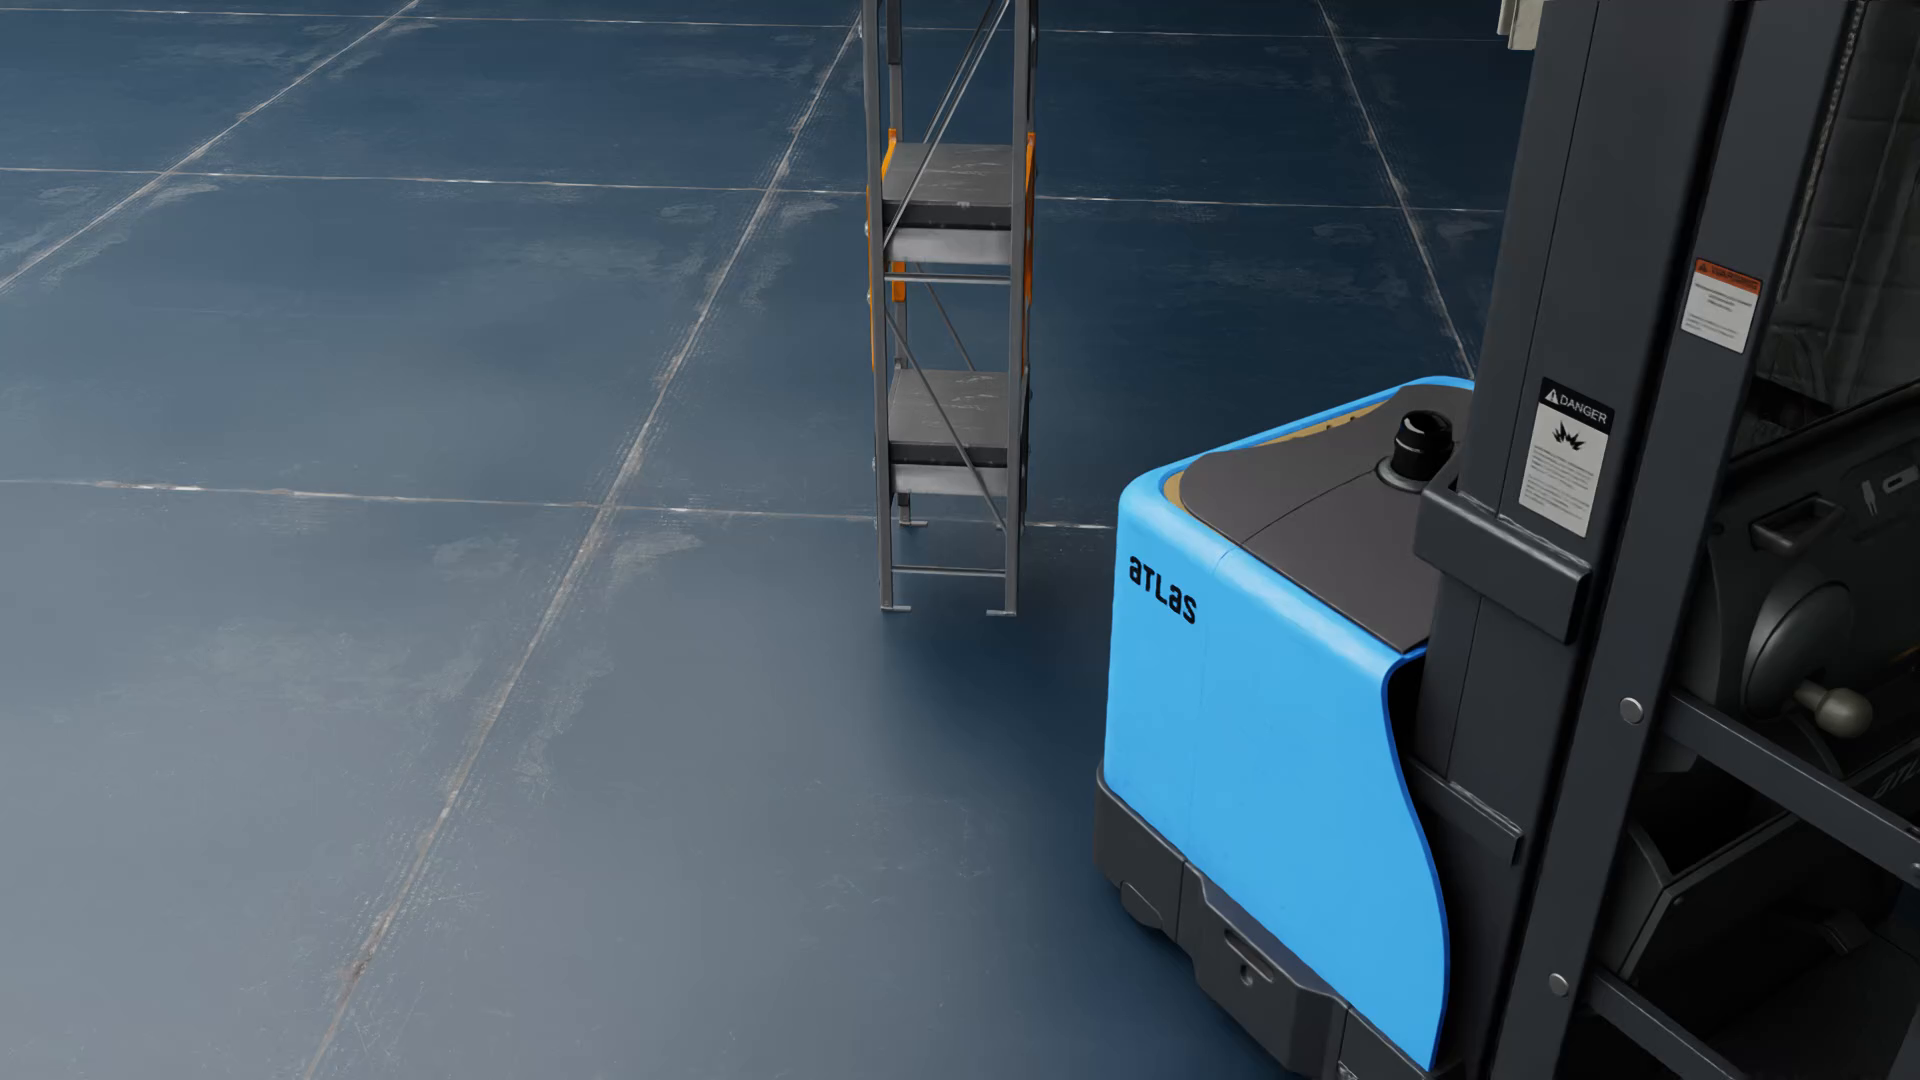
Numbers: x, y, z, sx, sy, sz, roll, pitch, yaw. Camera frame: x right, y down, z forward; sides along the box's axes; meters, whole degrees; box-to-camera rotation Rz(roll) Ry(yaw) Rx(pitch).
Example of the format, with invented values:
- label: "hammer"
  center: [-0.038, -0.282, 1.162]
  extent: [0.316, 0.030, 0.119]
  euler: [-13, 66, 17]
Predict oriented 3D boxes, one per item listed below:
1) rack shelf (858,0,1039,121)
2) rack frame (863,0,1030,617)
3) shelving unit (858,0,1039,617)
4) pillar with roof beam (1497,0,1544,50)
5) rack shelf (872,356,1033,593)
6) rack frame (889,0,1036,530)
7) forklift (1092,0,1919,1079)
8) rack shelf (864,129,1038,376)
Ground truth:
- label: "rack shelf"
  center: [-0.014, -1.392, 4.199]
  extent: [0.431, 0.518, 0.480]
  euler: [2, 32, 4]
- label: "rack frame"
  center: [-0.033, -0.680, 4.352]
  extent: [0.400, 2.100, 0.015]
  euler: [2, 32, 4]
- label: "shelving unit"
  center: [-0.013, -0.807, 4.559]
  extent: [0.431, 2.100, 0.503]
  euler: [2, 32, 4]
- label: "pillar with roof beam"
  center: [-0.794, -7.083, 8.166]
  extent: [9.100, 9.000, 0.400]
  euler: [2, 32, 4]
- label: "rack shelf"
  center: [-0.013, -0.200, 4.933]
  extent: [0.431, 0.518, 0.480]
  euler: [2, 32, 4]
- label: "rack frame"
  center: [0.006, -0.935, 4.766]
  extent: [0.400, 2.100, 0.015]
  euler: [2, 32, 4]
- label: "forklift"
  center: [1.538, 0.051, 2.374]
  extent: [1.130, 2.935, 3.031]
  euler: [-19, 36, -28]
- label: "rack shelf"
  center: [-0.013, -0.796, 4.566]
  extent: [0.431, 0.518, 0.480]
  euler: [2, 32, 4]
